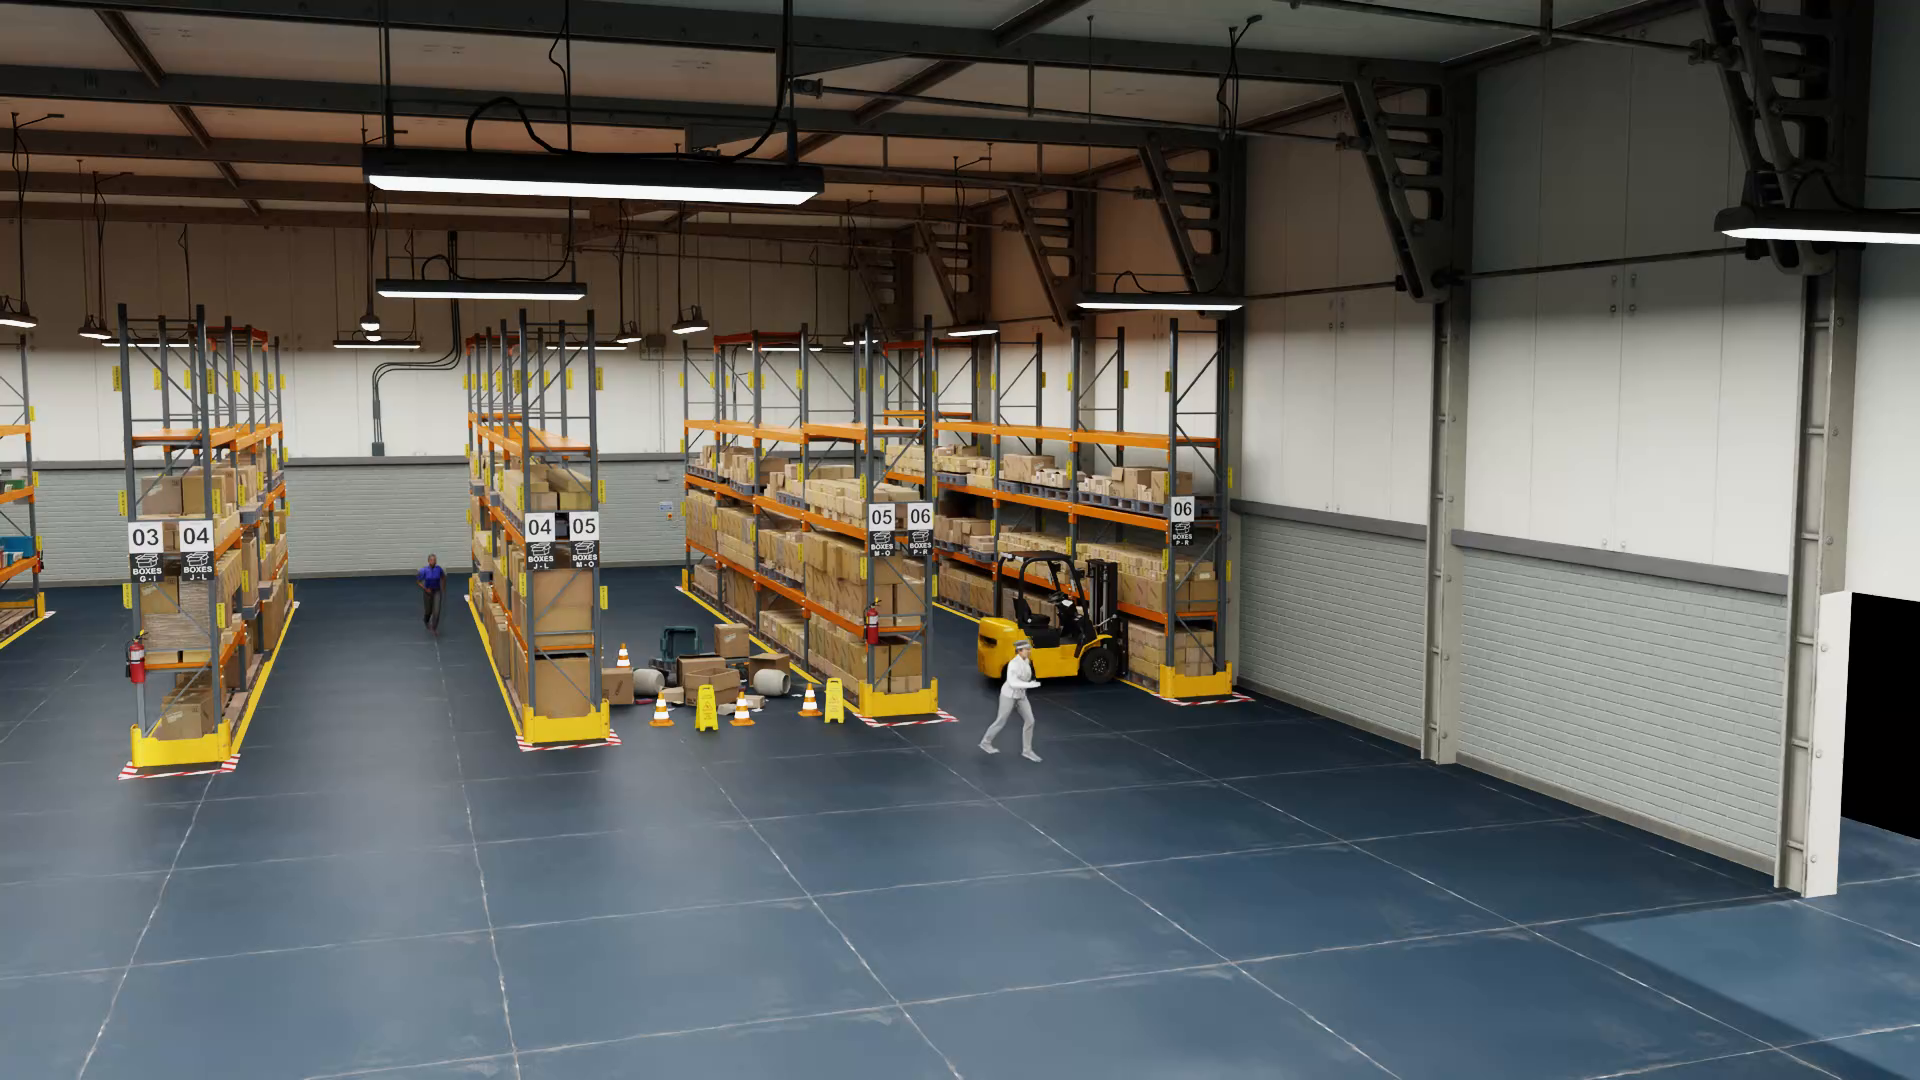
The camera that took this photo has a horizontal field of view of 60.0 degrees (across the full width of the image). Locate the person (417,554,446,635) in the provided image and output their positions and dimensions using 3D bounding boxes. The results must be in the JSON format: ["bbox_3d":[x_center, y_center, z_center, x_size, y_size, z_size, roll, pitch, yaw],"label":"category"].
[{"bbox_3d":[-10.548,1.079,33.187,0.570,1.592,0.723,-3,6,-26],"label":"person"}]

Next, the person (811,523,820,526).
[{"bbox_3d":[-3.476,0.209,42.109,0.893,1.633,0.592,-3,6,-30],"label":"person"}]

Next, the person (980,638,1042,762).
[{"bbox_3d":[0.690,2.097,22.017,0.940,1.658,0.605,4,7,35],"label":"person"}]
